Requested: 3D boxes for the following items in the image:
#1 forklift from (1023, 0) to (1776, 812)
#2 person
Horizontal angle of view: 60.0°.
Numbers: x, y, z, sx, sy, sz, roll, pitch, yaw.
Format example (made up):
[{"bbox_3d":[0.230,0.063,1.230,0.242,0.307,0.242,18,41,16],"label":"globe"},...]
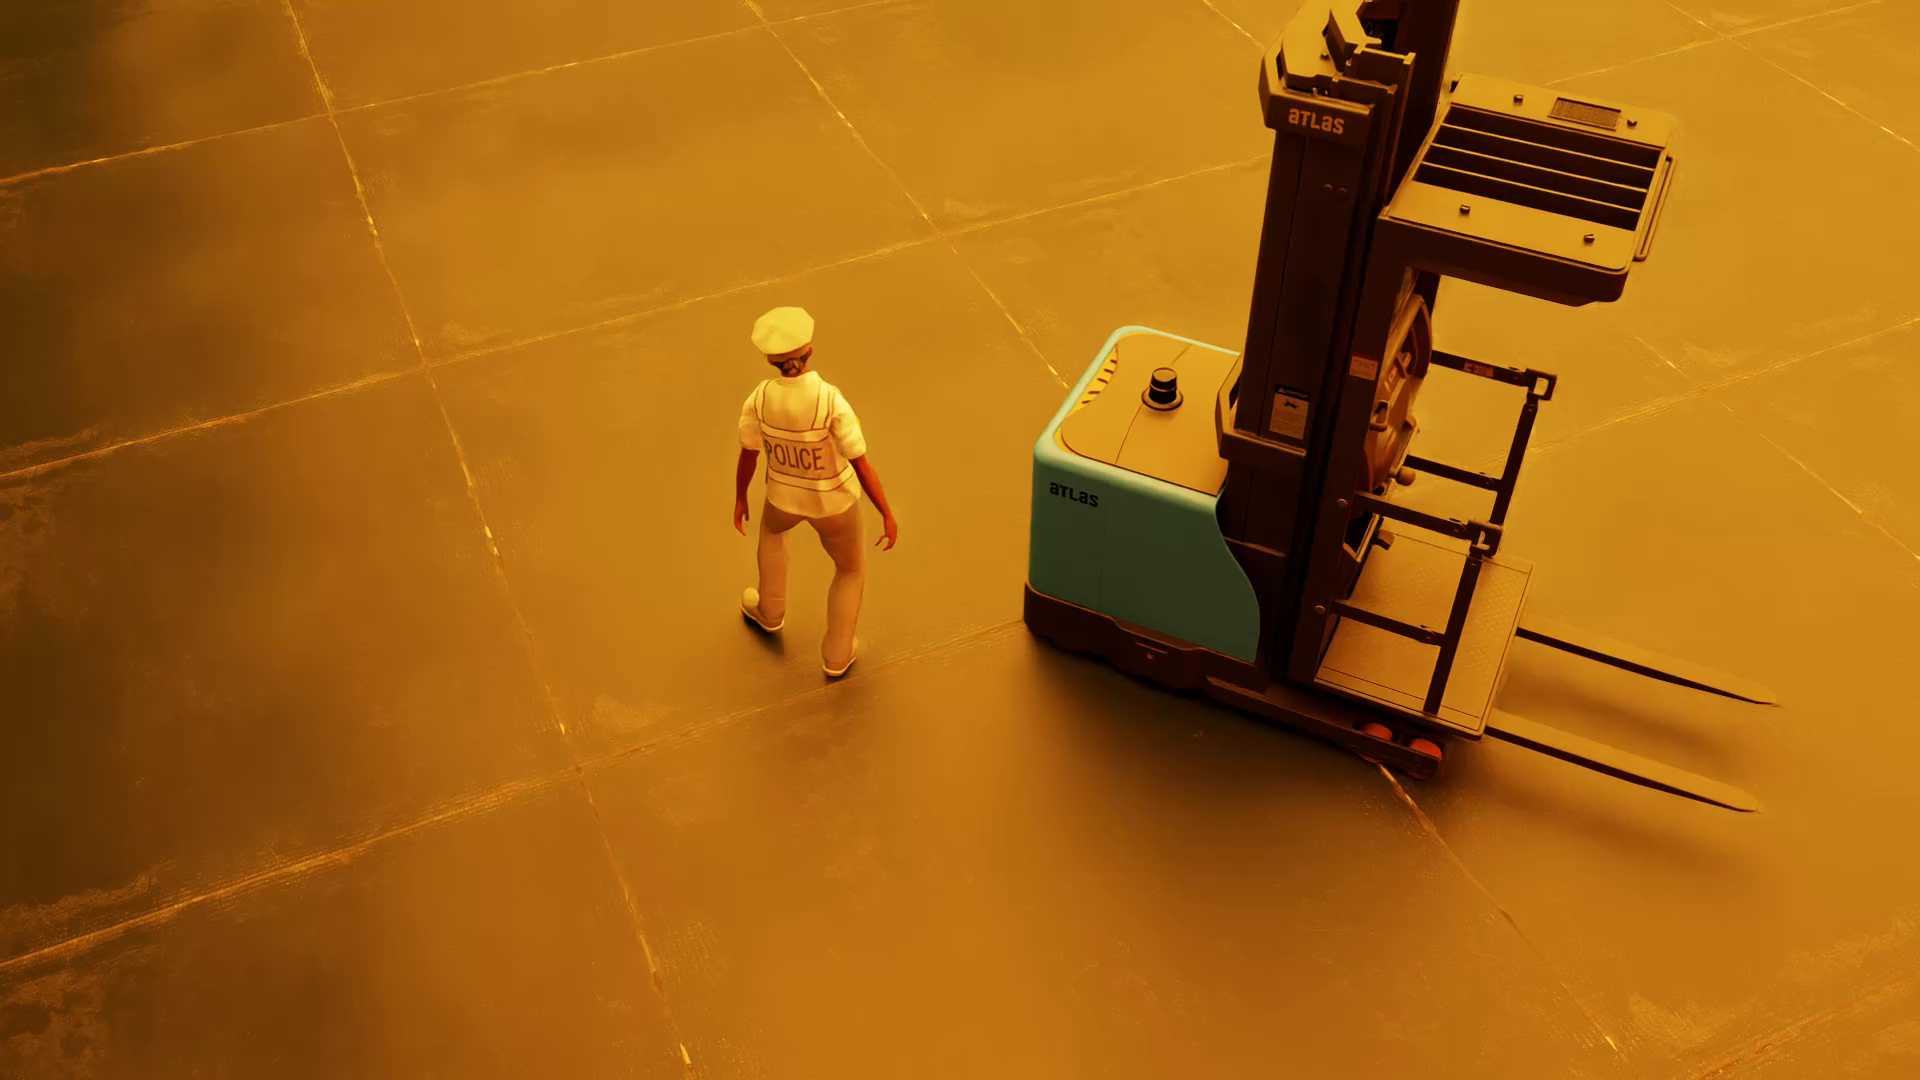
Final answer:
[{"bbox_3d":[1.837,-0.517,6.234,3.031,2.935,1.130,18,46,18],"label":"forklift"},{"bbox_3d":[-0.623,-0.147,6.827,0.813,1.648,0.444,14,45,15],"label":"person"}]
